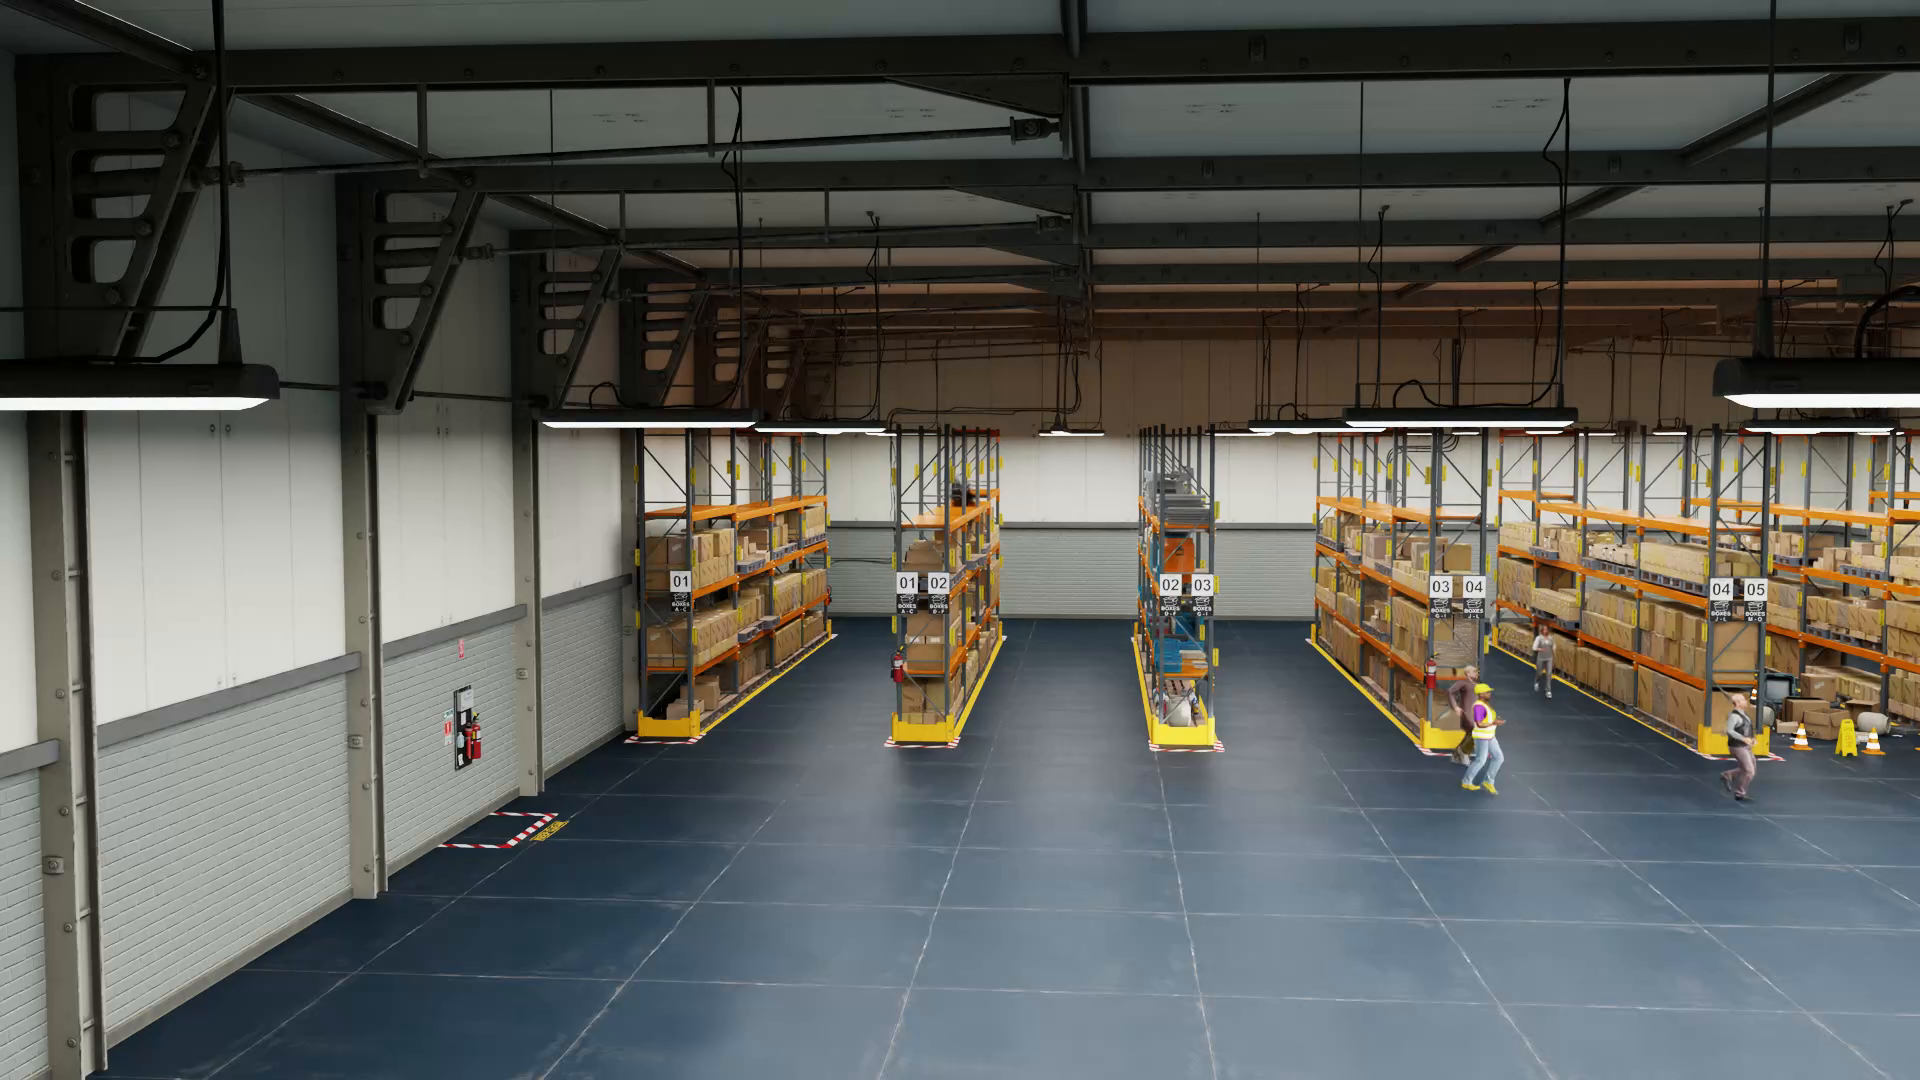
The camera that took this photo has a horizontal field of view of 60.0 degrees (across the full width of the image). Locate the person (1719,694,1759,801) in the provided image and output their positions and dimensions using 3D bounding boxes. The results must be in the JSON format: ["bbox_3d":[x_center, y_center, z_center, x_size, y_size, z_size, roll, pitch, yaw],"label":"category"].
[{"bbox_3d":[12.344,3.280,26.368,0.612,1.669,0.657,3,5,41],"label":"person"}]

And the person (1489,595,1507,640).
[{"bbox_3d":[15.345,1.994,47.406,0.812,1.712,0.724,0,3,6],"label":"person"}]

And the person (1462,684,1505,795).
[{"bbox_3d":[8.455,3.214,26.777,0.706,1.812,0.673,2,4,35],"label":"person"}]

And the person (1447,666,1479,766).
[{"bbox_3d":[8.933,3.079,29.126,0.635,1.743,0.700,3,4,37],"label":"person"}]

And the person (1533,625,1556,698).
[{"bbox_3d":[12.989,2.677,36.936,0.545,1.551,0.883,0,3,7],"label":"person"}]
